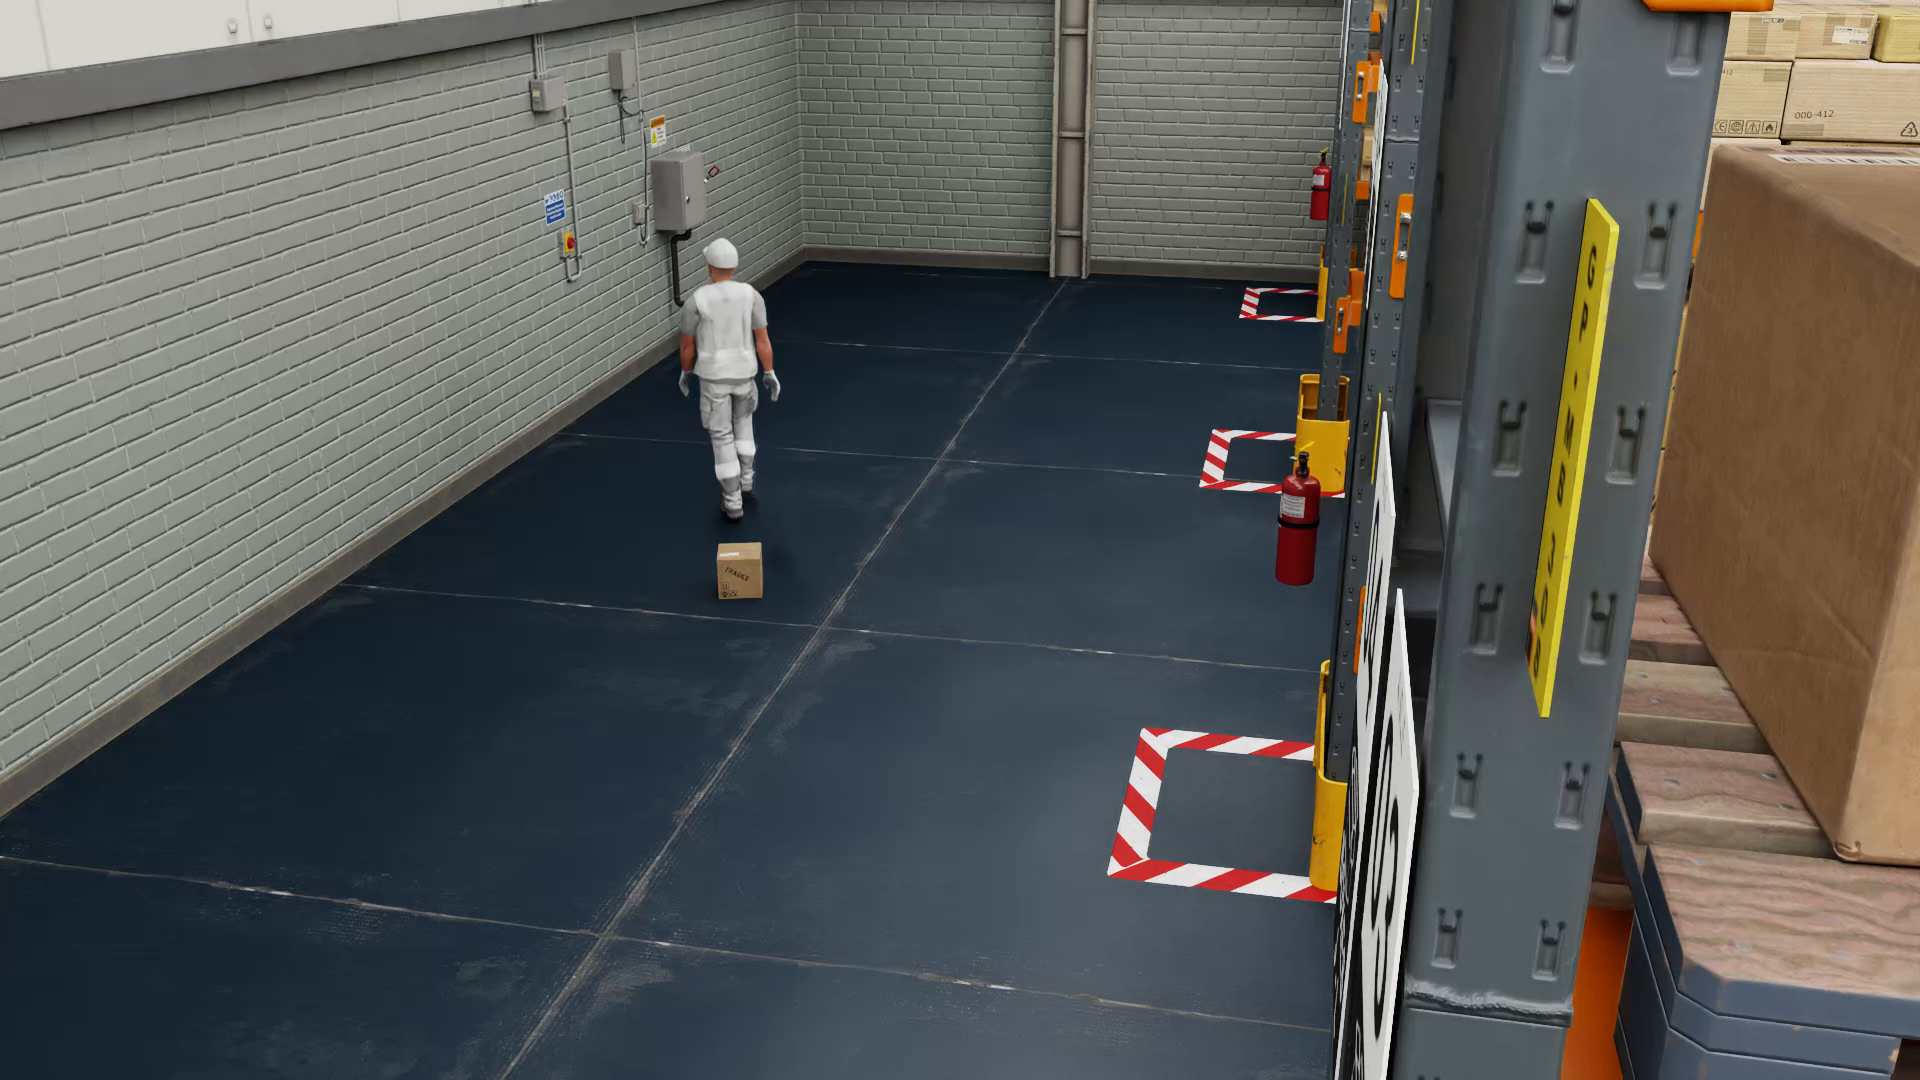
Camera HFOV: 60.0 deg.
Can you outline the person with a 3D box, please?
[{"bbox_3d":[-1.487,-1.023,10.677,0.594,1.842,0.543,-9,23,-22],"label":"person"}]
